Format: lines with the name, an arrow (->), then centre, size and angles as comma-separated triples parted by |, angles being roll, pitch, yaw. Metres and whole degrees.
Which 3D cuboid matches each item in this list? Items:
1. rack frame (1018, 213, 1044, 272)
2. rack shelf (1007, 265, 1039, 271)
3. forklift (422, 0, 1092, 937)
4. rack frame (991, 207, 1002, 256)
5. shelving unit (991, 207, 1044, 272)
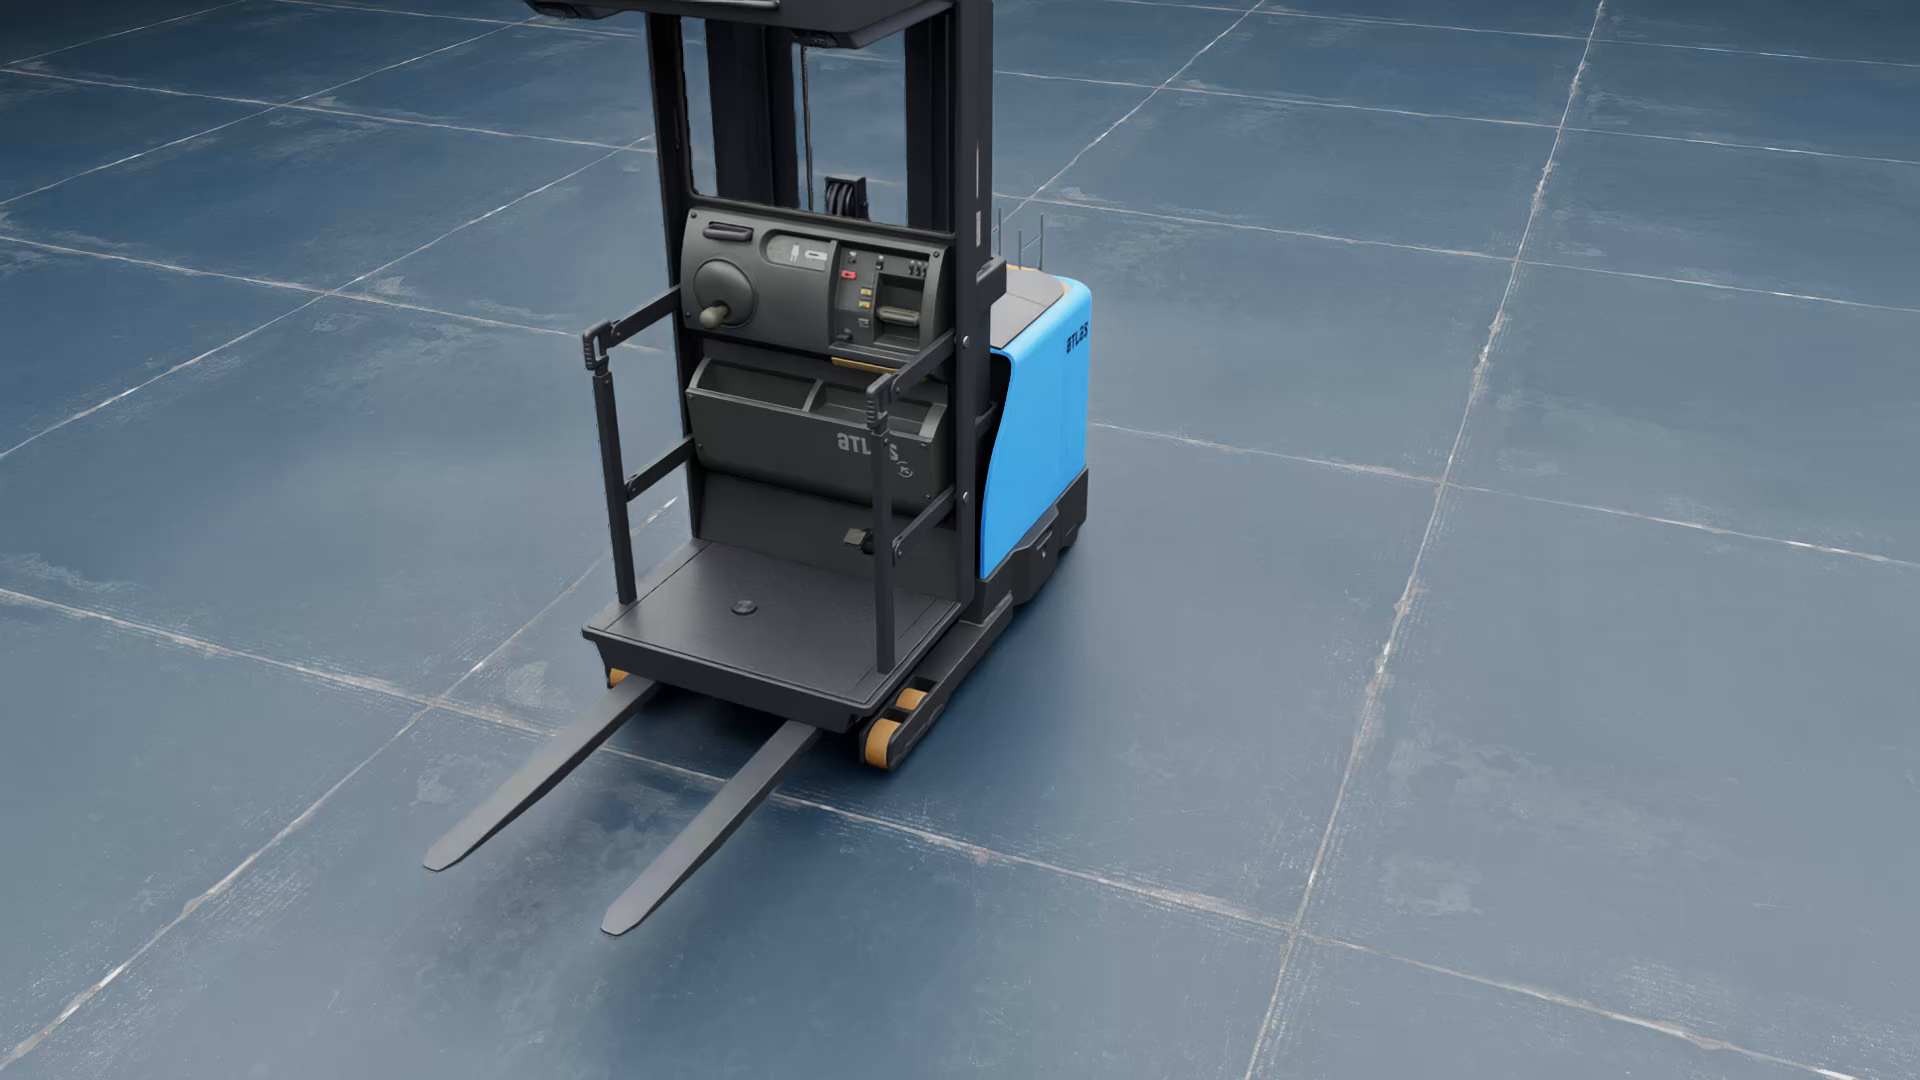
rack frame -> 0.280, -0.725, 6.813 | 0.006, 1.200, 0.240 | 13, 32, 22
rack shelf -> 0.198, -1.019, 6.692 | 0.180, 0.103, 0.258 | 13, 32, 22
forklift -> -0.570, -0.771, 5.135 | 1.130, 2.935, 3.031 | 13, 32, 22
rack frame -> 0.115, -0.763, 6.881 | 0.006, 1.200, 0.240 | 13, 32, 22
shelving unit -> 0.198, -0.744, 6.847 | 0.189, 1.200, 0.258 | 13, 32, 22
